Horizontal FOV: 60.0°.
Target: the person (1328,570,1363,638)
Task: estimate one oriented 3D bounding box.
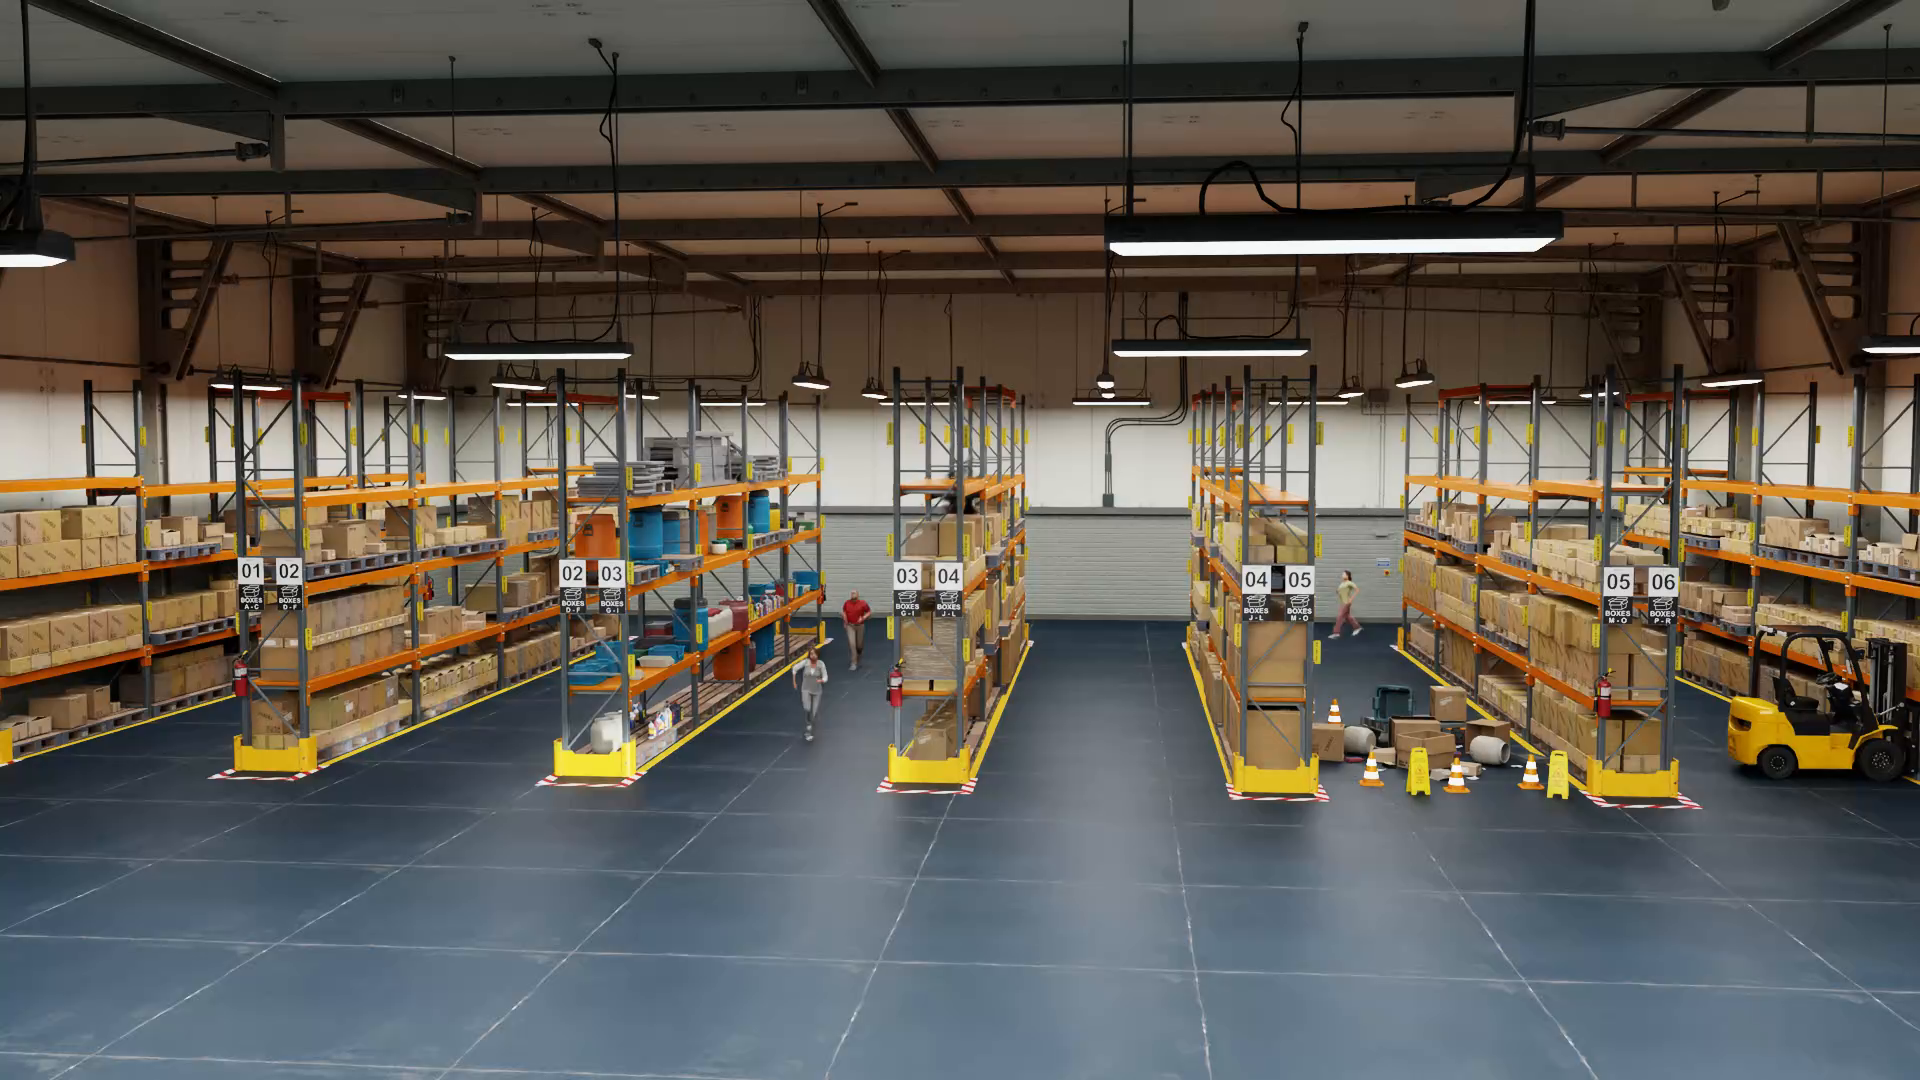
[{"bbox_3d":[9.551,1.584,41.181,0.957,1.666,0.569,-1,4,-11],"label":"person"}]

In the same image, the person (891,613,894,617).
[{"bbox_3d":[-1.222,1.990,34.964,0.603,1.655,0.590,0,4,6],"label":"person"}]

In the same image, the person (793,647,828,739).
[{"bbox_3d":[-2.452,2.523,27.280,0.569,1.548,0.682,0,4,-8],"label":"person"}]

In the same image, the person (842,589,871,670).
[{"bbox_3d":[-2.248,1.922,36.006,0.654,1.731,0.829,0,4,4],"label":"person"}]
